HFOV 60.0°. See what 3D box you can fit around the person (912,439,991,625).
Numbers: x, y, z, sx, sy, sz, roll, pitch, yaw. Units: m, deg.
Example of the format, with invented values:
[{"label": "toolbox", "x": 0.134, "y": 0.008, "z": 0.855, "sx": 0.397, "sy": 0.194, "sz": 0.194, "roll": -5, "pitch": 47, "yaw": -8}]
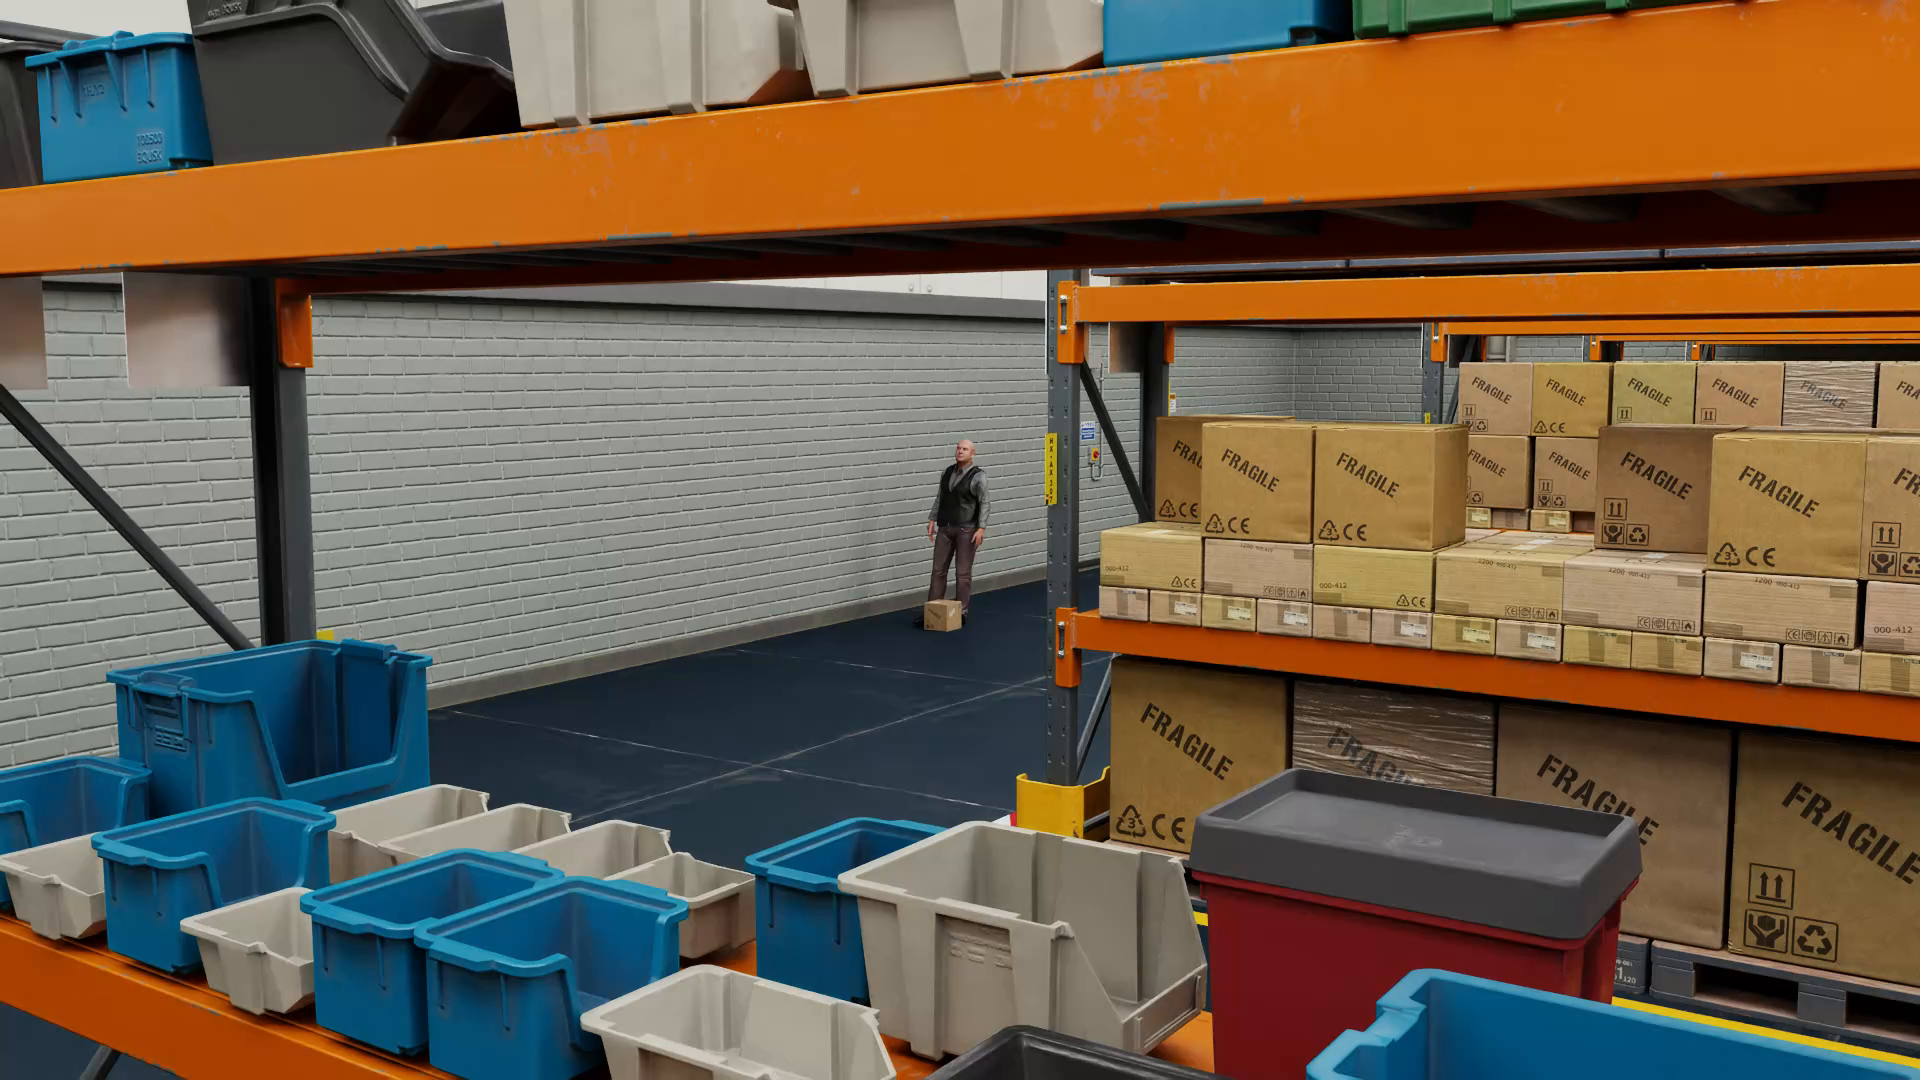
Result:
[{"label": "person", "x": -0.062, "y": -0.067, "z": 15.414, "sx": 0.633, "sy": 1.723, "sz": 0.550, "roll": 4, "pitch": 8, "yaw": 34}]
